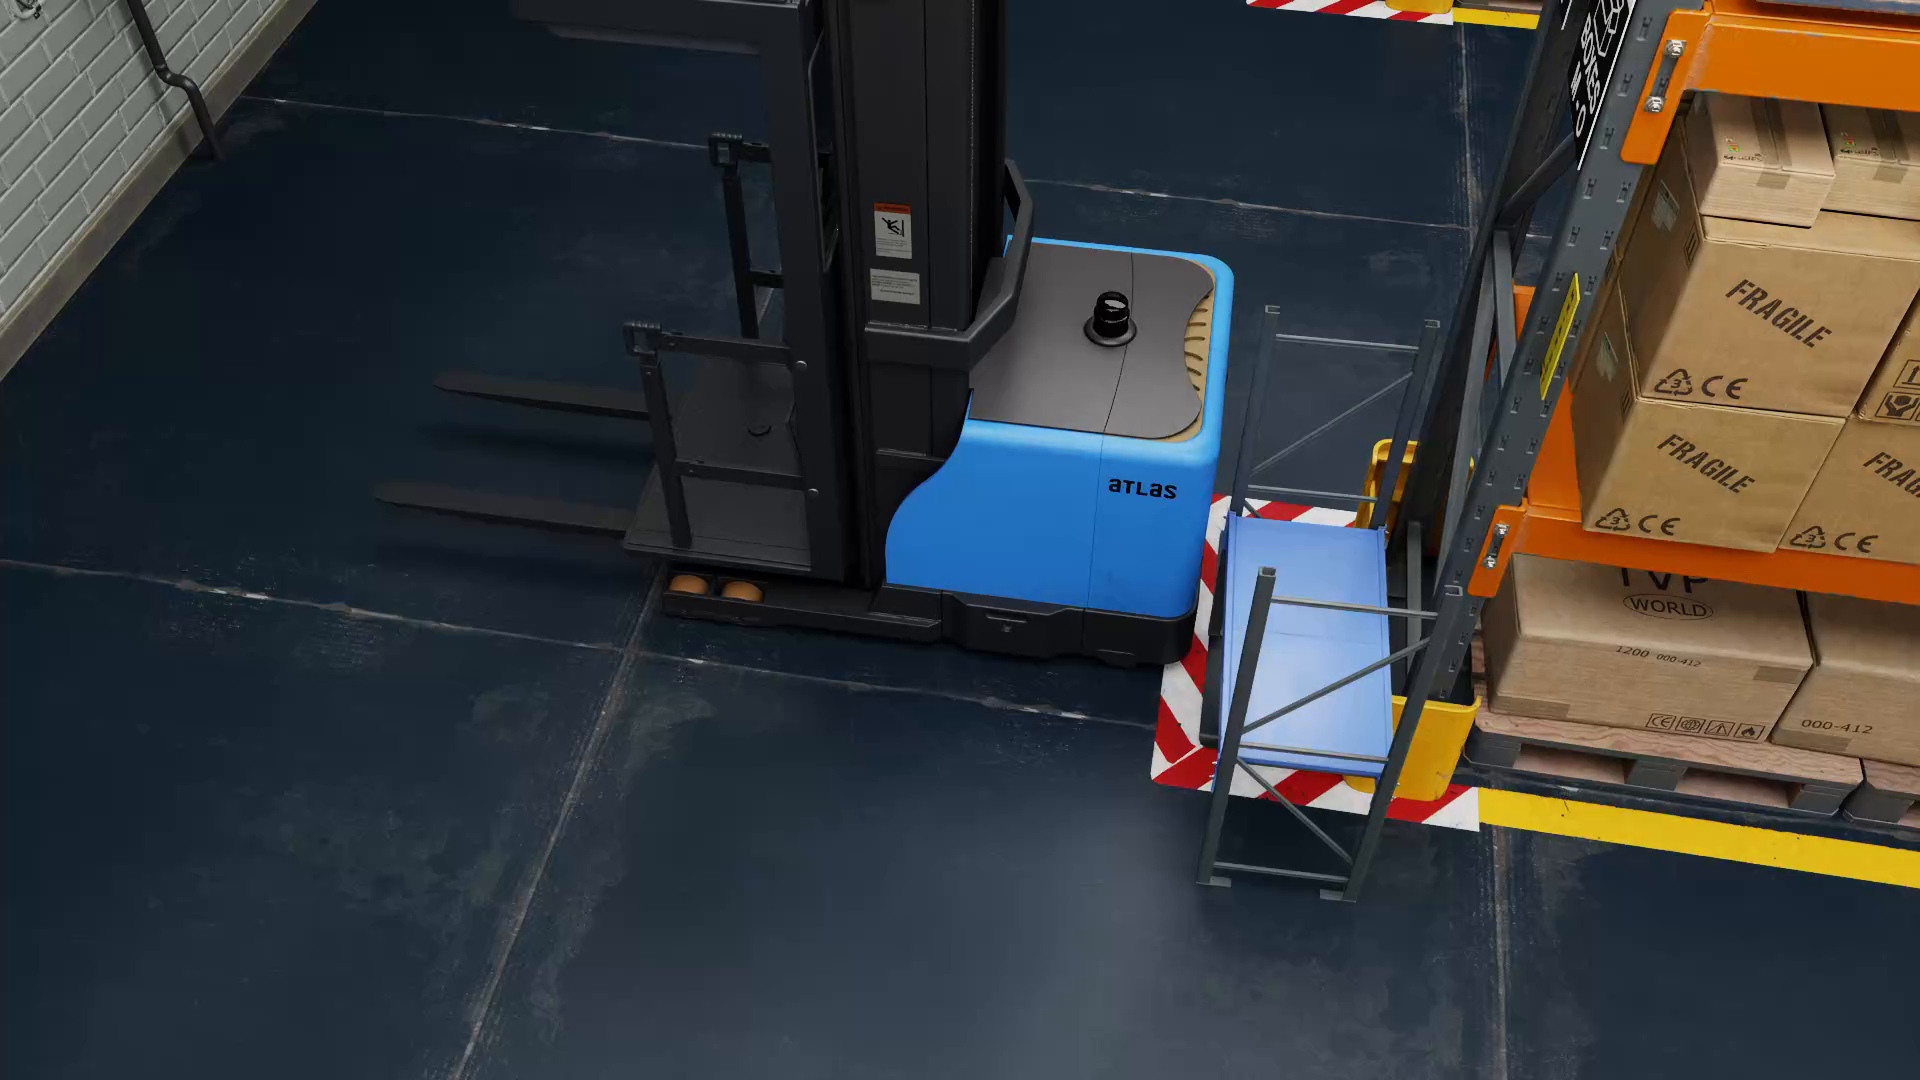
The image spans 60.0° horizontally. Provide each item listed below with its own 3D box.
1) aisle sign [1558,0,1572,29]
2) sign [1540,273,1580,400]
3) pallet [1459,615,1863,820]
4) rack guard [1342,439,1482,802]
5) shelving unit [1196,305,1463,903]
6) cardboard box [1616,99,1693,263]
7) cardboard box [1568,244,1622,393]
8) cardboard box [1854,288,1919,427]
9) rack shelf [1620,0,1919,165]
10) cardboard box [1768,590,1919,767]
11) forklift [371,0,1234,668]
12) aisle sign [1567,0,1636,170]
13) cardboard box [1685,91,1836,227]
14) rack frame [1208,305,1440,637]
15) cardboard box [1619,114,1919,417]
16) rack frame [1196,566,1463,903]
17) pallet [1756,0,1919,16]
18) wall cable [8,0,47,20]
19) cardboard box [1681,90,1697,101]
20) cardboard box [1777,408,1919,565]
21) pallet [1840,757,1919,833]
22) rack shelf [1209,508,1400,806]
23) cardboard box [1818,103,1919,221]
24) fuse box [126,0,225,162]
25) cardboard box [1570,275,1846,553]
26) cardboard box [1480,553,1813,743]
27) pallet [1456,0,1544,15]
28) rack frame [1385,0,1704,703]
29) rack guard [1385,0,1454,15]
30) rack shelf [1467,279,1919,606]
[{"bbox_3d":[1.544,-1.686,4.000,0.004,0.787,0.394,8,49,7],"label":"aisle sign"},{"bbox_3d":[1.455,-0.491,4.039,0.005,0.325,0.100,8,49,7],"label":"sign"},{"bbox_3d":[2.360,0.400,5.749,1.213,0.211,1.003,8,49,7],"label":"pallet"},{"bbox_3d":[1.536,0.252,5.688,0.348,0.500,1.175,8,49,7],"label":"rack guard"},{"bbox_3d":[1.066,0.229,5.036,0.538,1.500,1.048,6,48,5],"label":"shelving unit"},{"bbox_3d":[2.076,-1.059,4.445,0.500,0.500,0.500,9,49,8],"label":"cardboard box"},{"bbox_3d":[2.081,-0.744,4.835,0.500,0.500,0.500,8,49,7],"label":"cardboard box"},{"bbox_3d":[2.491,-0.613,4.045,0.500,0.500,0.500,6,48,6],"label":"cardboard box"},{"bbox_3d":[3.527,-1.078,3.669,4.000,0.370,1.077,8,49,7],"label":"rack shelf"},{"bbox_3d":[3.129,0.265,5.436,0.875,0.438,0.875,9,49,8],"label":"cardboard box"},{"bbox_3d":[-0.616,-1.055,5.228,3.031,2.935,1.130,7,48,6],"label":"forklift"},{"bbox_3d":[1.437,-1.247,3.606,0.004,0.787,0.394,8,49,7],"label":"aisle sign"},{"bbox_3d":[1.859,-0.915,3.880,0.250,0.149,0.380,9,49,8],"label":"cardboard box"},{"bbox_3d":[1.136,-0.146,5.373,0.500,1.500,0.032,6,48,5],"label":"rack frame"},{"bbox_3d":[1.981,-0.676,4.101,0.500,0.500,0.500,7,48,6],"label":"cardboard box"},{"bbox_3d":[0.997,0.603,4.700,0.500,1.500,0.032,6,48,5],"label":"rack frame"},{"bbox_3d":[2.291,-1.463,3.591,1.213,0.211,1.003,8,49,7],"label":"pallet"},{"bbox_3d":[-3.753,-2.689,5.966,0.122,1.984,0.588,8,49,7],"label":"wall cable"},{"bbox_3d":[1.948,-1.264,4.194,0.250,0.149,0.380,8,49,7],"label":"cardboard box"},{"bbox_3d":[2.483,-0.294,4.430,0.500,0.500,0.500,7,48,6],"label":"cardboard box"},{"bbox_3d":[3.557,0.563,5.602,1.213,0.211,1.003,8,49,7],"label":"pallet"},{"bbox_3d":[1.066,0.349,5.170,0.538,0.185,1.000,6,48,5],"label":"rack shelf"},{"bbox_3d":[2.130,-0.933,3.896,0.250,0.149,0.380,9,49,8],"label":"cardboard box"},{"bbox_3d":[-3.477,-2.397,7.253,0.414,1.711,0.539,8,49,7],"label":"fuse box"},{"bbox_3d":[1.981,-0.340,4.472,0.500,0.500,0.500,7,48,7],"label":"cardboard box"},{"bbox_3d":[2.227,0.150,5.539,0.875,0.438,0.875,6,48,6],"label":"cardboard box"},{"bbox_3d":[3.298,-3.167,8.954,1.213,0.211,1.003,8,49,7],"label":"pallet"},{"bbox_3d":[1.559,-0.580,4.755,0.127,3.000,1.000,8,49,7],"label":"rack frame"},{"bbox_3d":[2.513,-3.369,8.941,0.348,0.500,1.175,8,49,7],"label":"rack guard"},{"bbox_3d":[3.527,-0.075,4.785,4.000,0.370,1.077,8,49,7],"label":"rack shelf"}]
